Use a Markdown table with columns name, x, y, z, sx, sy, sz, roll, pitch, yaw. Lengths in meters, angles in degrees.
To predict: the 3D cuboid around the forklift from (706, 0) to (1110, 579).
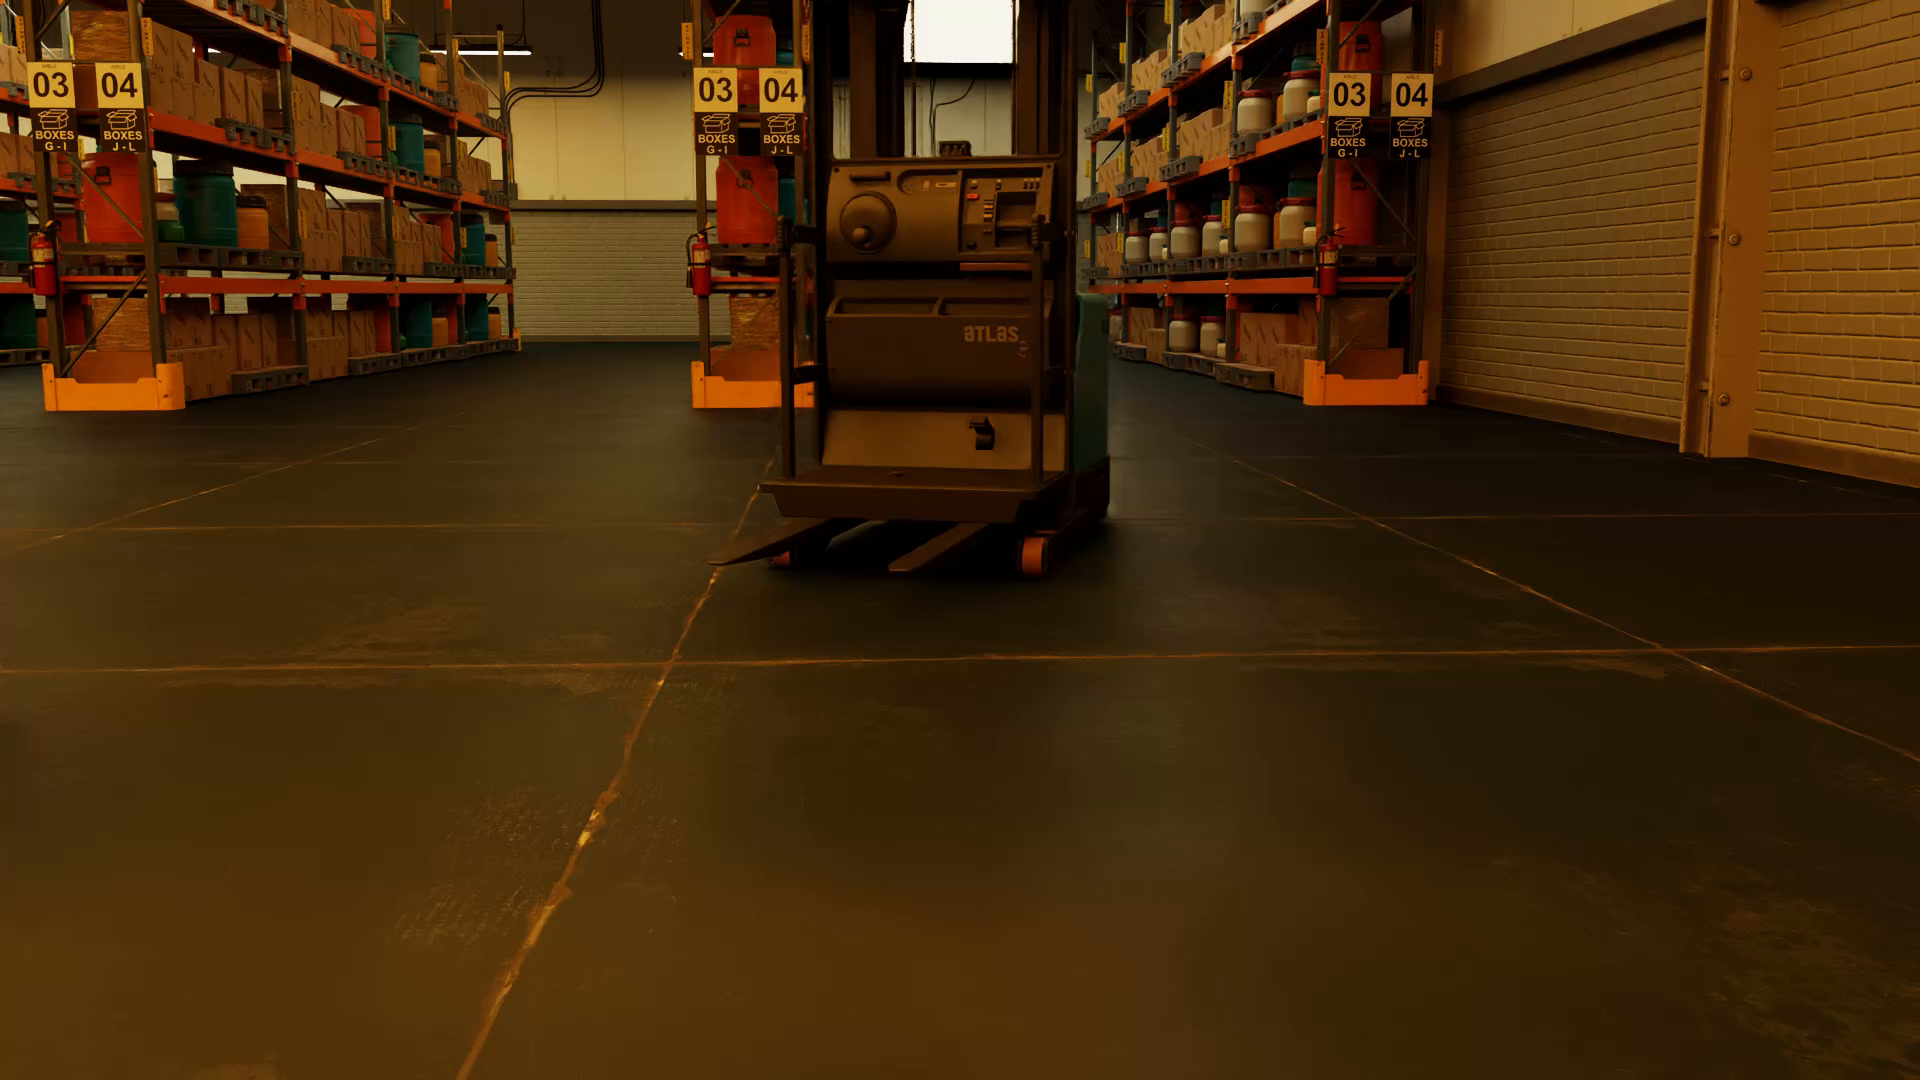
| name | x | y | z | sx | sy | sz | roll | pitch | yaw |
| --- | --- | --- | --- | --- | --- | --- | --- | --- | --- |
| forklift | -0.130 | -1.361 | 6.499 | 1.130 | 2.935 | 3.031 | 2 | 9 | 13 |
